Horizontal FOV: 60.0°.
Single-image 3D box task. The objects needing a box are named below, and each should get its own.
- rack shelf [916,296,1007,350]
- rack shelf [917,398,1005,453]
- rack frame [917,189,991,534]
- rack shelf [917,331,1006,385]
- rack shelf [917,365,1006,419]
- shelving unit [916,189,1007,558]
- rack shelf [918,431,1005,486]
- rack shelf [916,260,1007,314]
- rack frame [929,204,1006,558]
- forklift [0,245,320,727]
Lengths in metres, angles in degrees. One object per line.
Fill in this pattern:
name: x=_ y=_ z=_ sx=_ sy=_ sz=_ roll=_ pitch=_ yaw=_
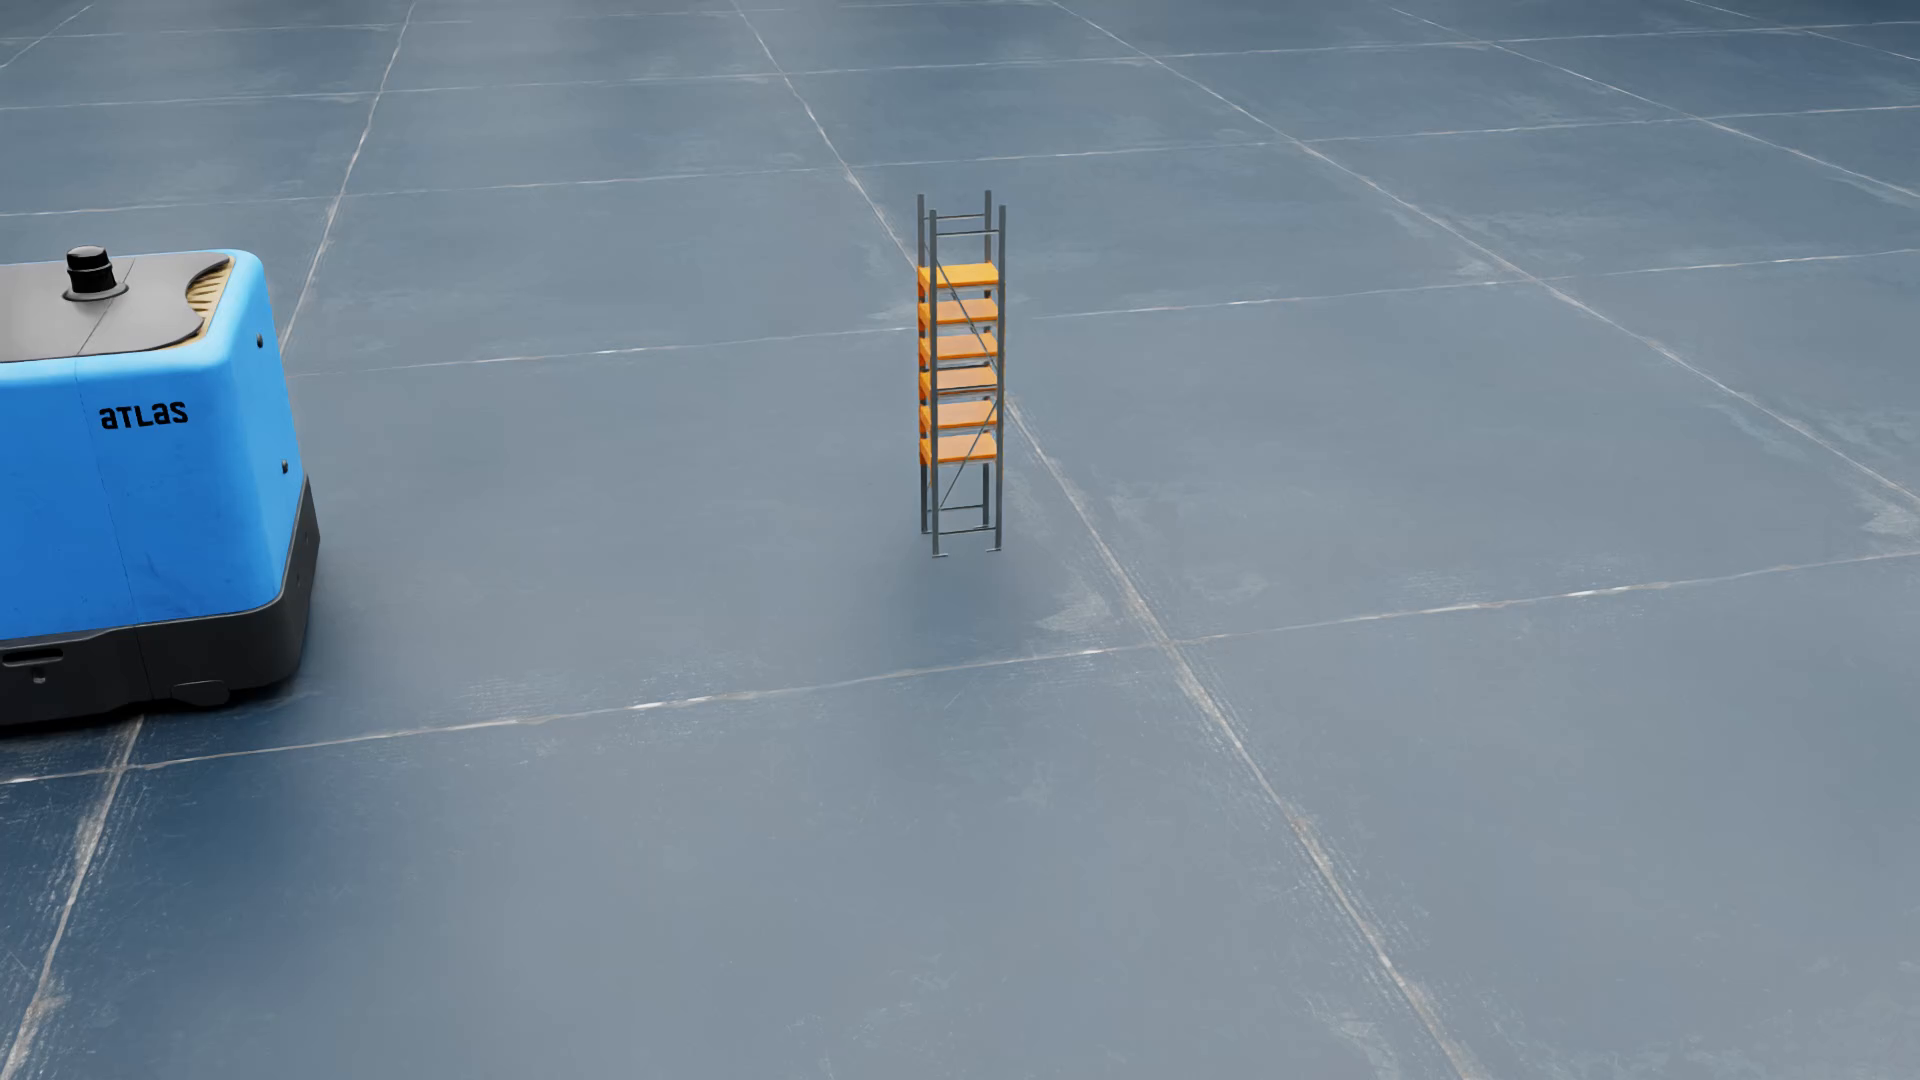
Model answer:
rack shelf: x=0.003 y=-0.704 z=5.379 sx=0.258 sy=0.103 sz=0.180 roll=-6 pitch=27 yaw=-12
rack shelf: x=0.003 y=-0.382 z=5.541 sx=0.258 sy=0.103 sz=0.180 roll=-6 pitch=27 yaw=-12
rack frame: x=-0.017 y=-0.569 z=5.547 sx=0.240 sy=1.200 sz=0.006 roll=-6 pitch=27 yaw=-12
rack shelf: x=0.003 y=-0.597 z=5.433 sx=0.258 sy=0.103 sz=0.180 roll=-6 pitch=27 yaw=-12
rack shelf: x=0.003 y=-0.490 z=5.487 sx=0.258 sy=0.103 sz=0.180 roll=-6 pitch=27 yaw=-12
shelving unit: x=0.003 y=-0.529 z=5.467 sx=0.258 sy=1.200 sz=0.189 roll=-6 pitch=27 yaw=-12
rack shelf: x=0.003 y=-0.275 z=5.595 sx=0.258 sy=0.103 sz=0.180 roll=-6 pitch=27 yaw=-12
rack shelf: x=0.003 y=-0.811 z=5.325 sx=0.258 sy=0.103 sz=0.180 roll=-6 pitch=27 yaw=-12
rack frame: x=0.024 y=-0.489 z=5.387 sx=0.240 sy=1.200 sz=0.006 roll=-6 pitch=27 yaw=-12
forklift: x=-3.509 y=-0.888 z=4.257 sx=3.031 sy=2.935 sz=1.130 roll=-7 pitch=28 yaw=-13
